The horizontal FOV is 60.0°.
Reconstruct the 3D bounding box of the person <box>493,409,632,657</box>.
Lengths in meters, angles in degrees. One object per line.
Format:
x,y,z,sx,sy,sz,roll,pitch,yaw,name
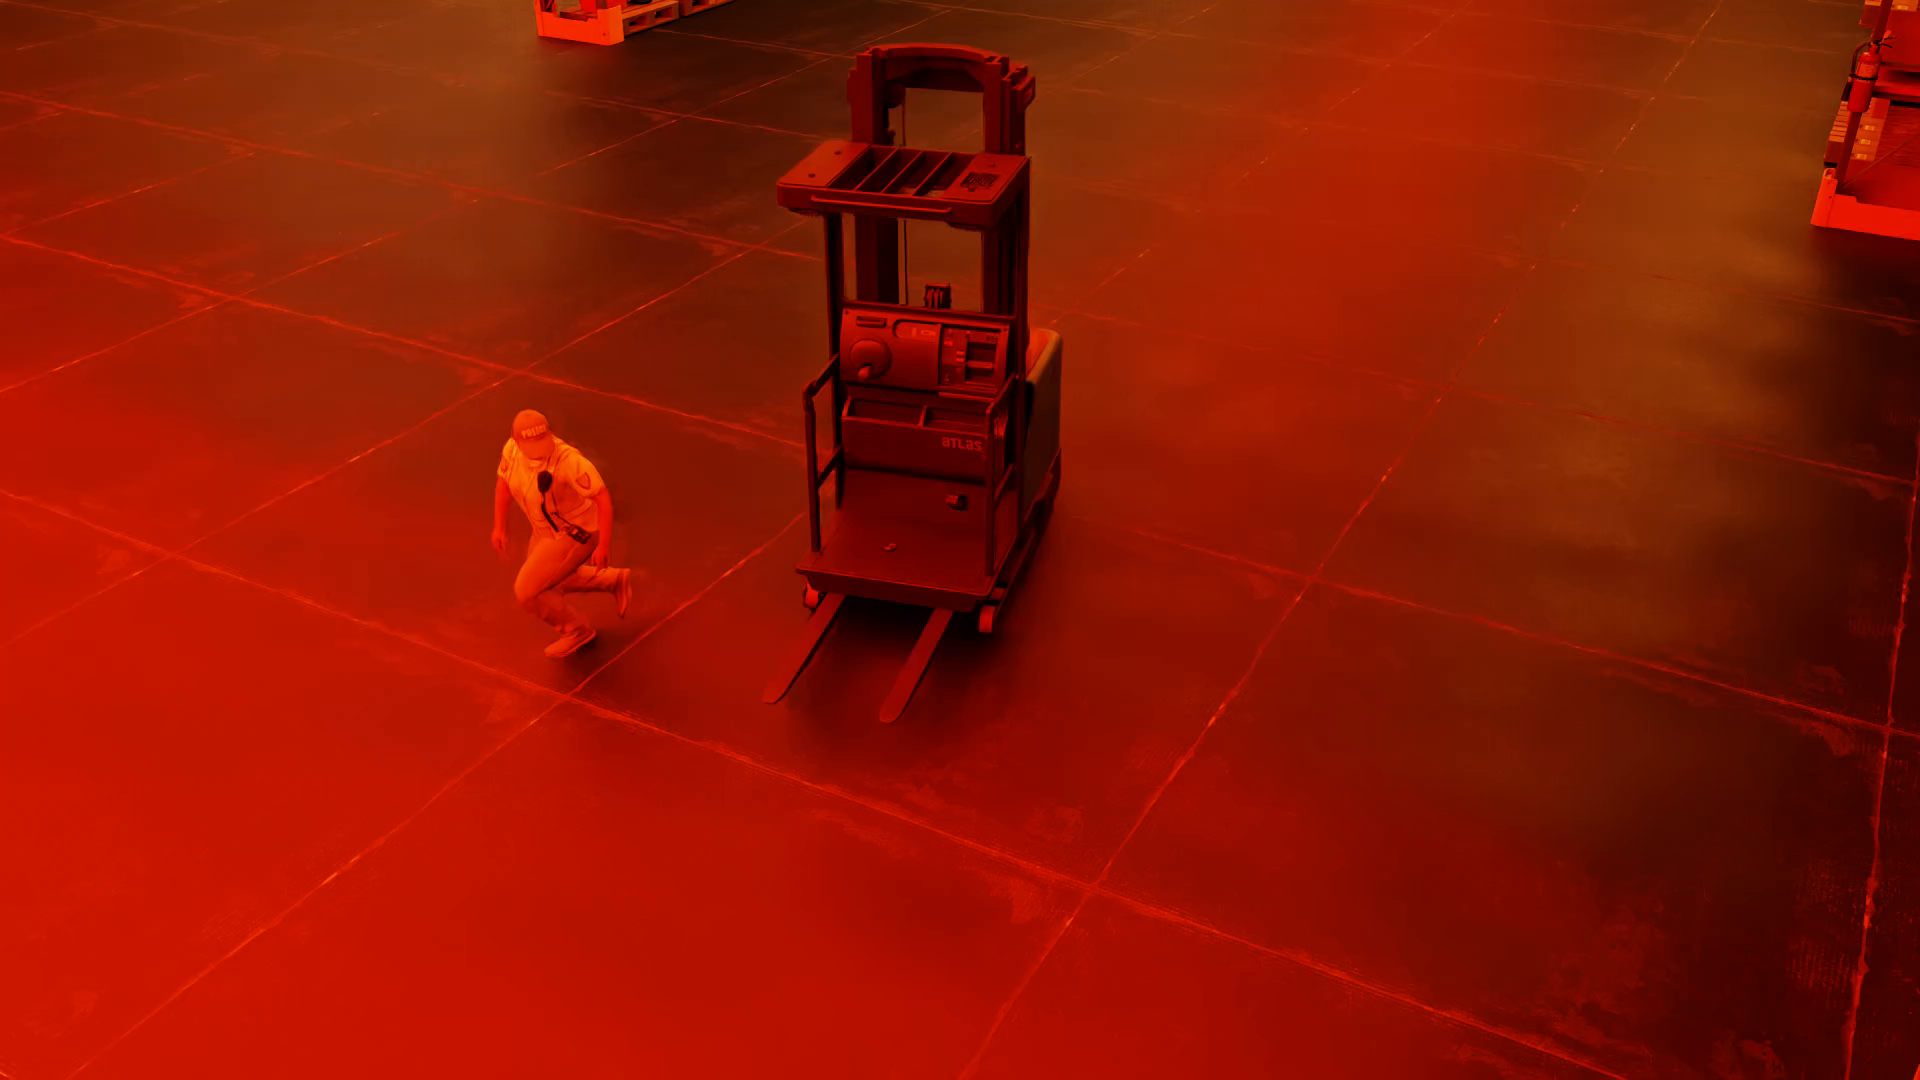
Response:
-2.042,-0.074,8.724,0.683,1.452,0.633,-20,36,-31,person

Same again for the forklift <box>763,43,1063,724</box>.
-0.247,-0.966,8.745,1.130,2.935,3.031,8,31,13,forklift
